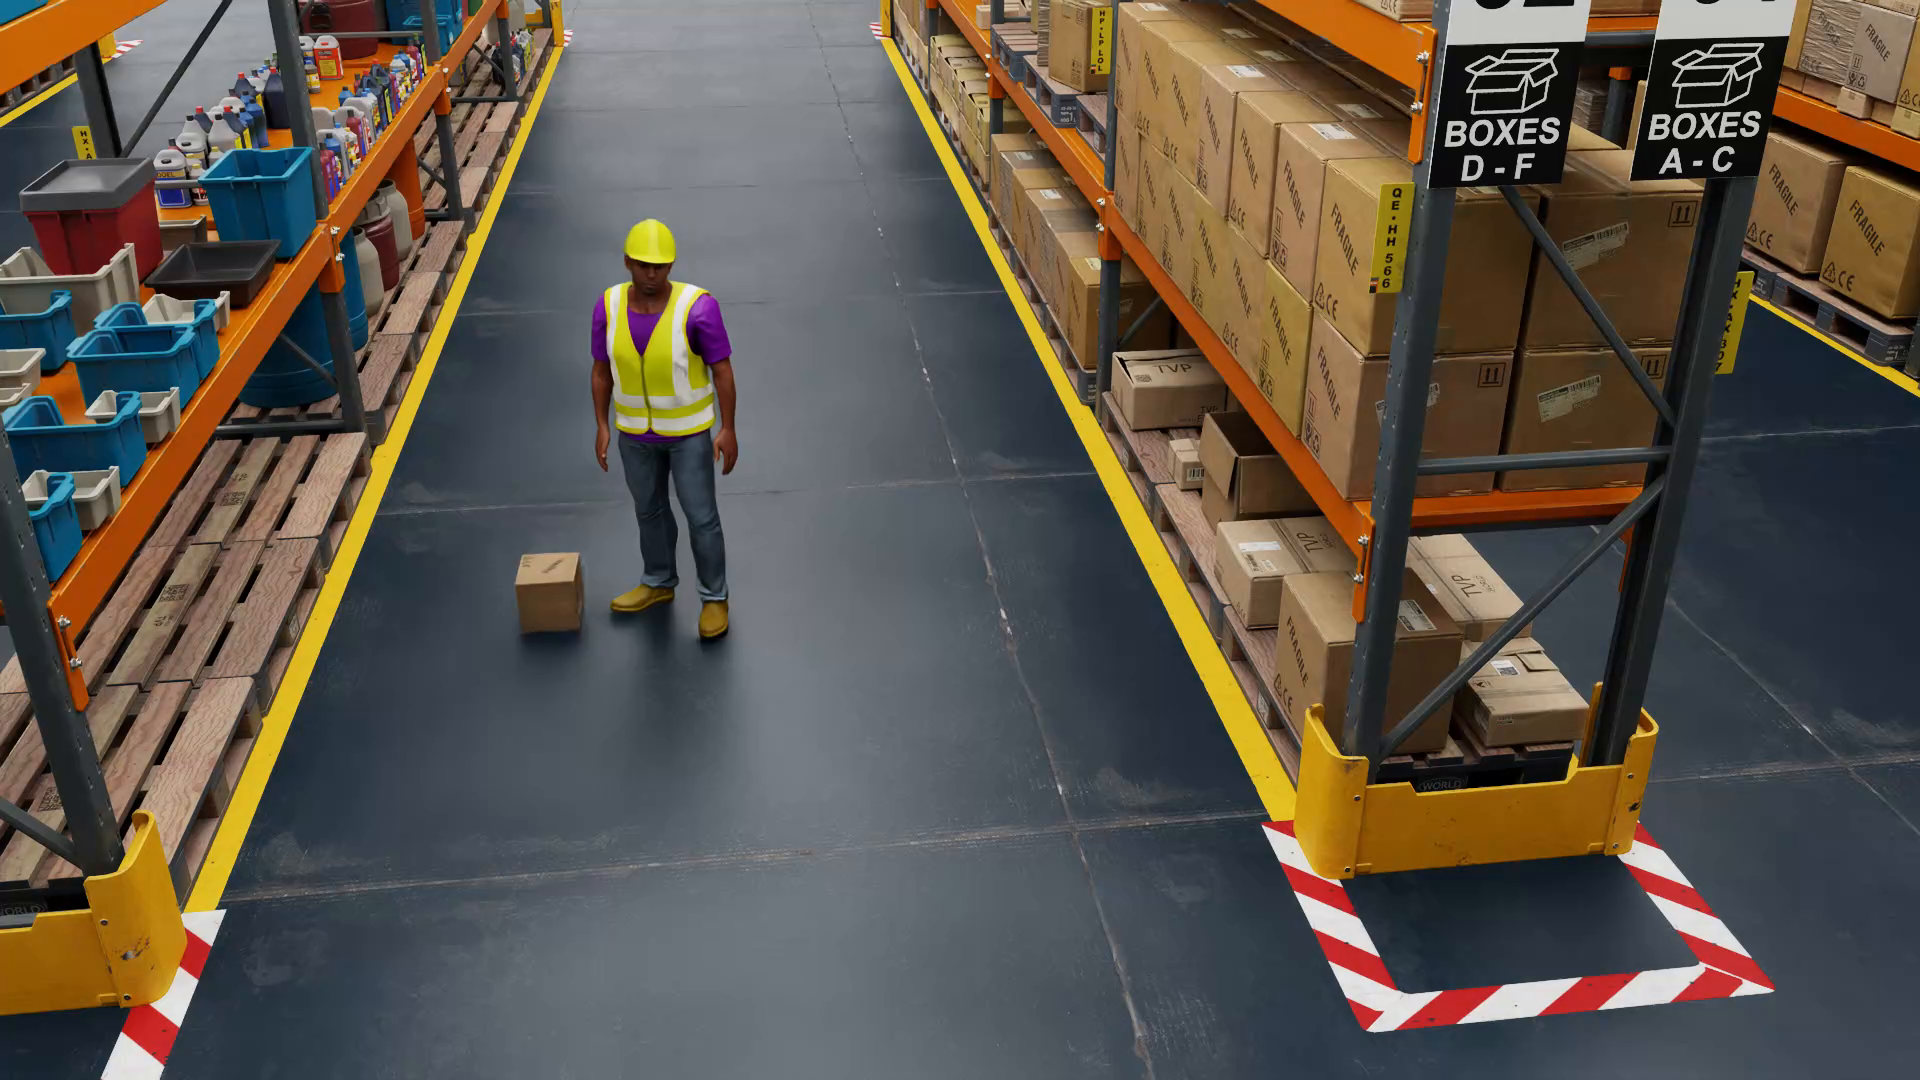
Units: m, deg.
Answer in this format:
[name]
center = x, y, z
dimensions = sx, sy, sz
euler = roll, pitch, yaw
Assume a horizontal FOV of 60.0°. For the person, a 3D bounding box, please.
[person]
center = -1.204, -0.419, 6.898
dimensions = 0.587, 1.766, 0.522
euler = 1, 27, 2
